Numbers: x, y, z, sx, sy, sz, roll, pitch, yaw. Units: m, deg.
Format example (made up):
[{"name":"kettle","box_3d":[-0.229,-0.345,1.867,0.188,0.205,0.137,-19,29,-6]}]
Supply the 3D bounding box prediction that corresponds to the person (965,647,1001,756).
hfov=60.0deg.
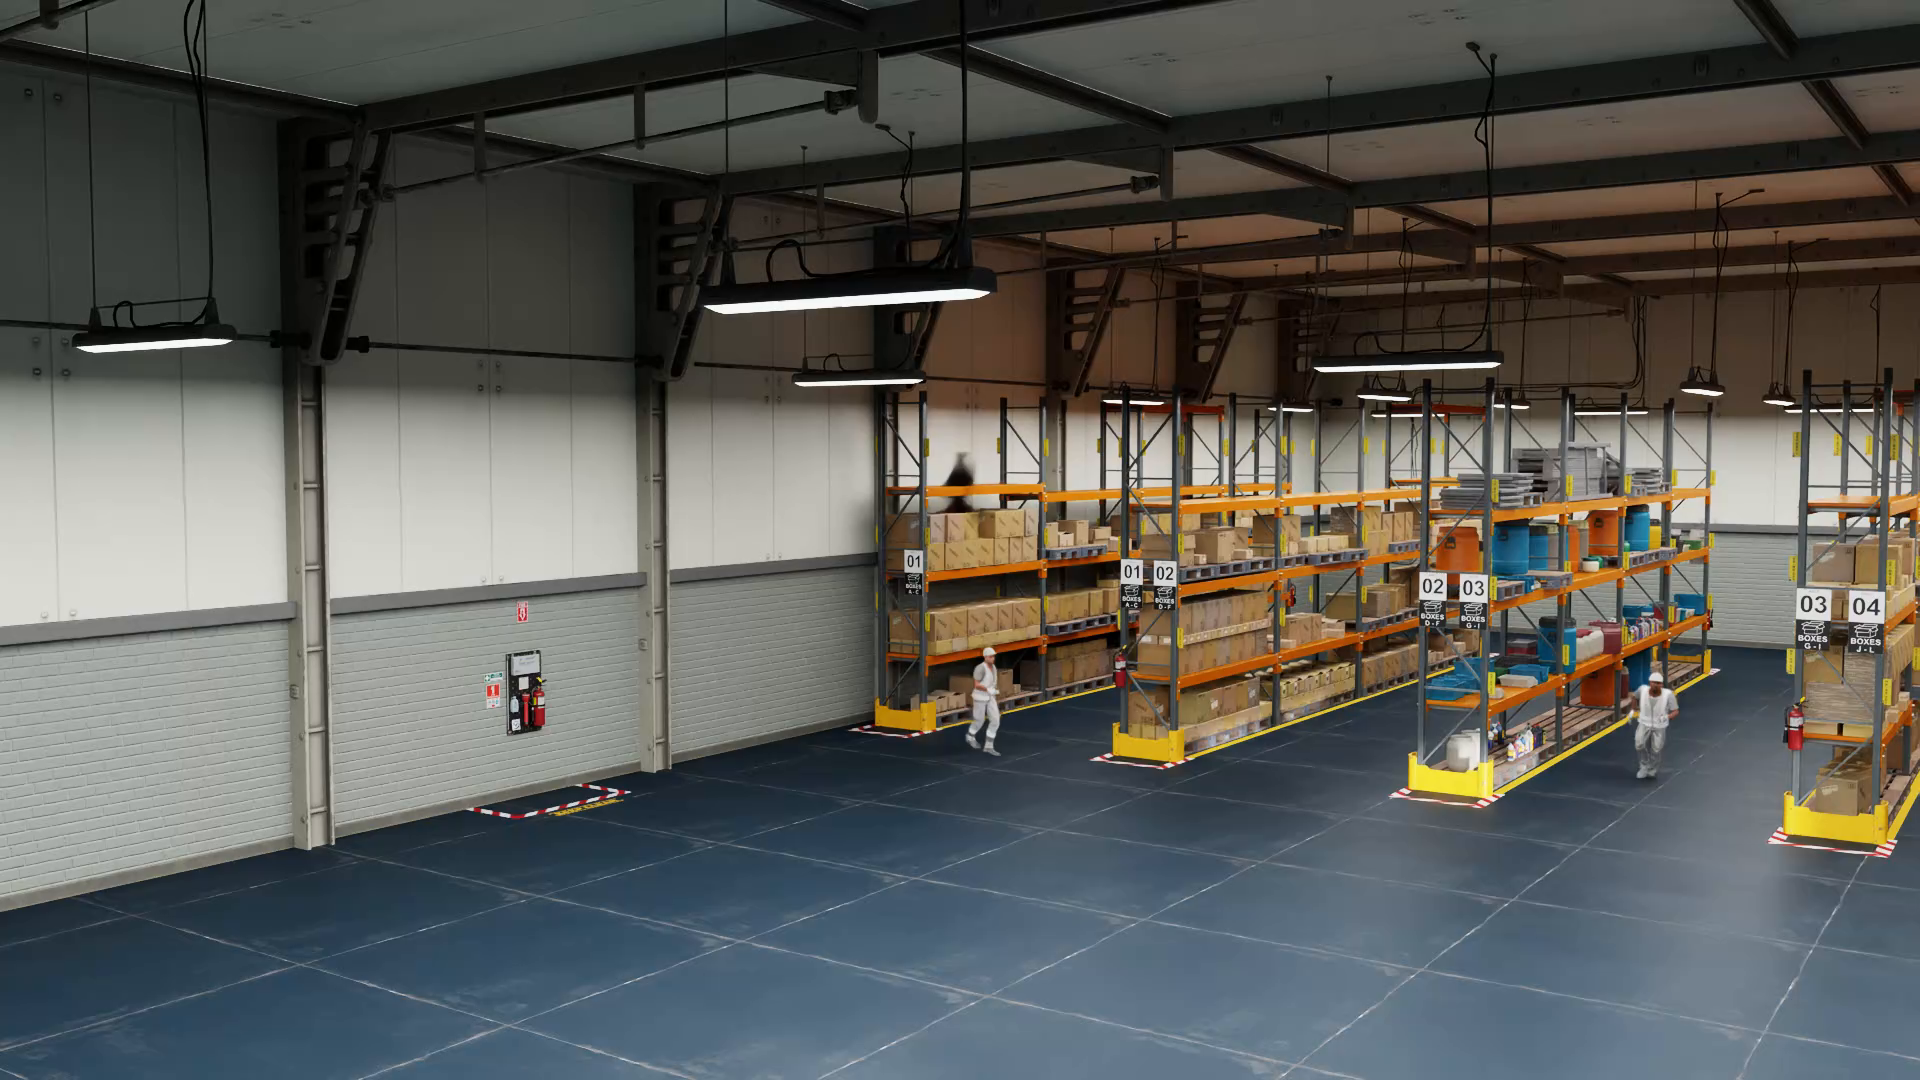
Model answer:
[{"name":"person","box_3d":[0.322,2.608,27.111,0.614,1.760,0.862,-3,4,-44]}]

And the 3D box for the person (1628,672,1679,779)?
[{"name":"person","box_3d":[10.401,2.786,24.947,0.707,1.659,0.956,1,3,23]}]
